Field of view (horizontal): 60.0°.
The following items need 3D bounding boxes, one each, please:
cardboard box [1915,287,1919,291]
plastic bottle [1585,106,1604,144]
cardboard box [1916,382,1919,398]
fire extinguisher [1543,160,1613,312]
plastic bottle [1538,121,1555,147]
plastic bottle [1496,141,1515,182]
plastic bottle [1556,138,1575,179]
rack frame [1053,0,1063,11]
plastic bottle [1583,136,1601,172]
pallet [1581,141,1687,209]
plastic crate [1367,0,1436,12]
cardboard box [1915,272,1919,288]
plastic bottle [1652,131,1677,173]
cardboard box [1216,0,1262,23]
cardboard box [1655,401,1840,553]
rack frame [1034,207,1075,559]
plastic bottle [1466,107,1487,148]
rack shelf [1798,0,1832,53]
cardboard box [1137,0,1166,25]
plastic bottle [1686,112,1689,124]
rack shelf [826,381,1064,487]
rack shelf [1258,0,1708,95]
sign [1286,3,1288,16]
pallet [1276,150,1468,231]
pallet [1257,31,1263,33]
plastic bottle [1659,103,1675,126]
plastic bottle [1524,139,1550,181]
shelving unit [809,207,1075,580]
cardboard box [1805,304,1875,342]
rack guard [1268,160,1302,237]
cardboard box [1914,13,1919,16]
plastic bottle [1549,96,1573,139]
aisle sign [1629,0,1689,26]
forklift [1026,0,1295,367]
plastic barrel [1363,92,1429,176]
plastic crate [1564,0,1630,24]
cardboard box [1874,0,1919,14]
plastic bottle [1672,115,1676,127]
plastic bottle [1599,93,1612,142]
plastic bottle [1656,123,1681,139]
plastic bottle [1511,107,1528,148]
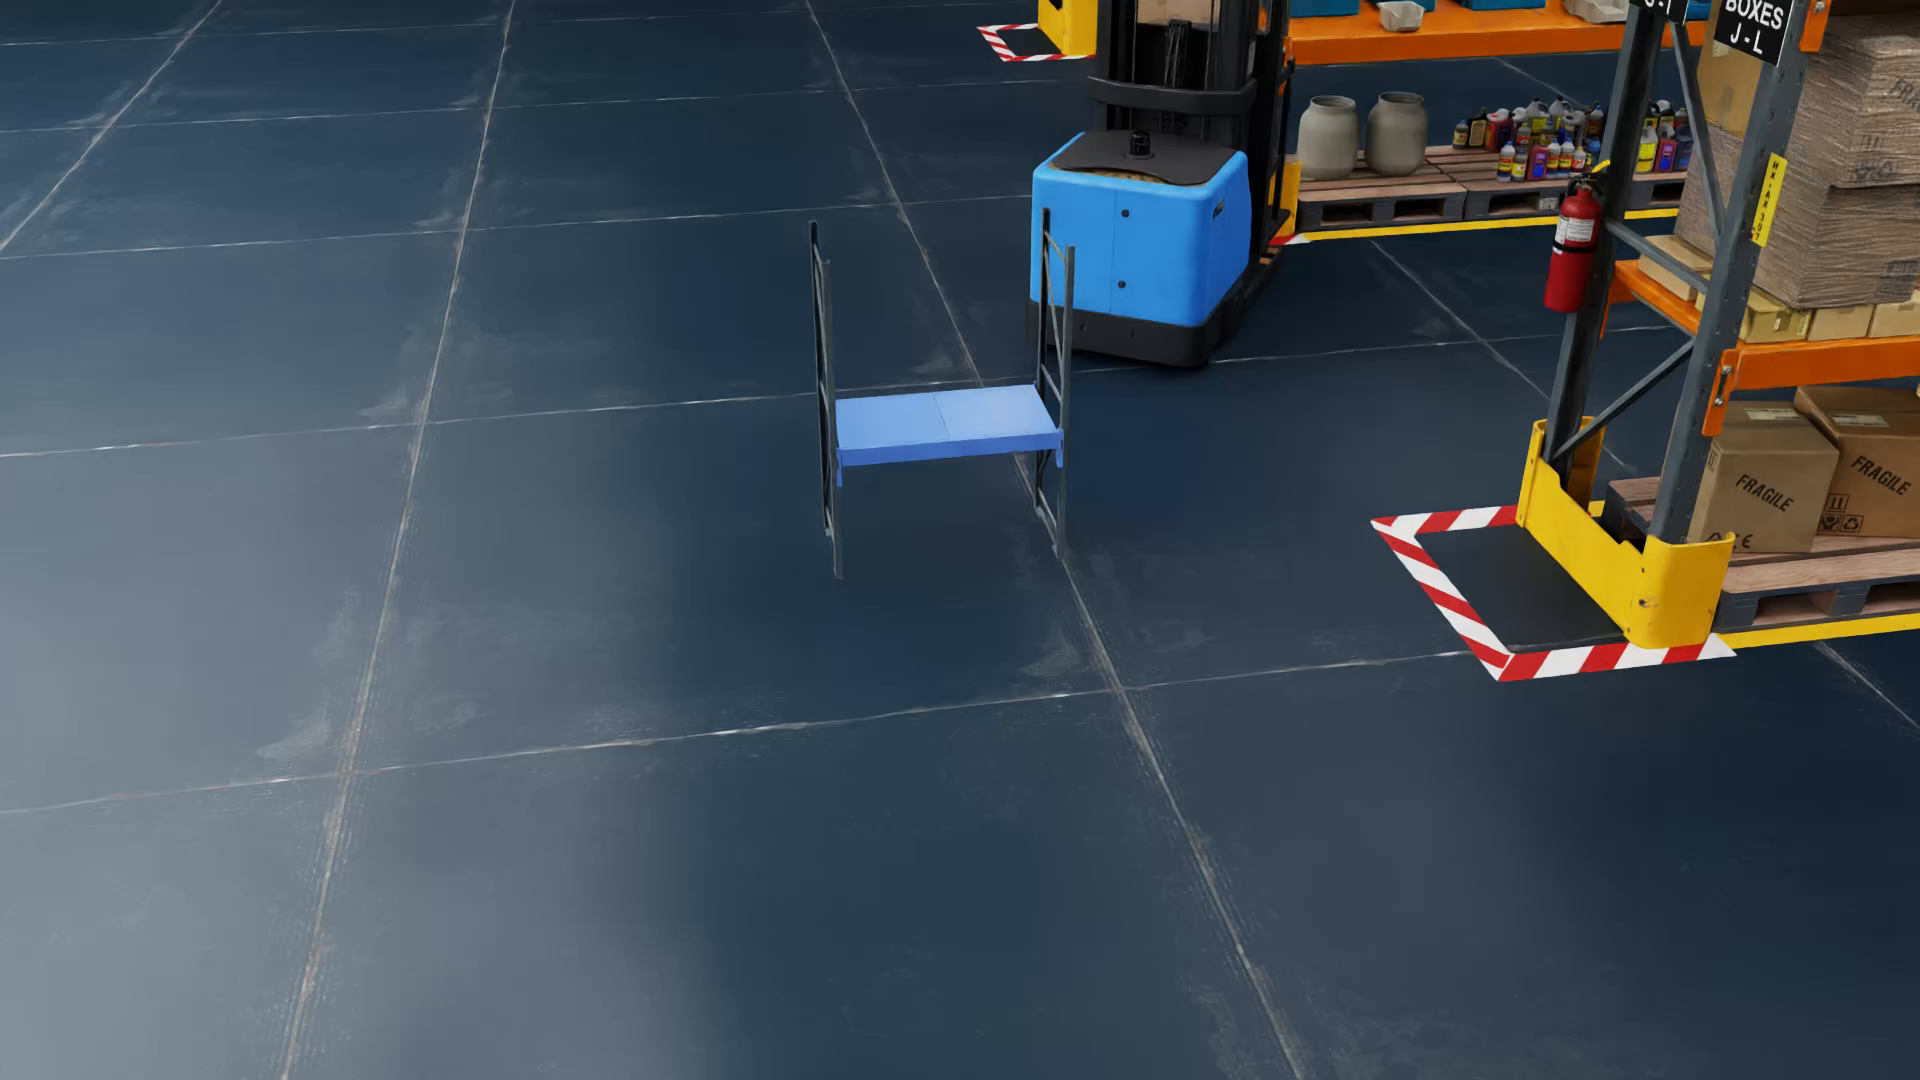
[{"bbox_3d":[3.896,-0.990,6.723,0.250,0.149,0.380,-5,31,-9],"label":"cardboard box"},{"bbox_3d":[4.682,-3.062,12.256,0.097,0.271,0.097,0,30,0],"label":"plastic bottle"},{"bbox_3d":[4.650,-0.401,7.525,0.500,0.500,0.500,-3,31,-4],"label":"cardboard box"},{"bbox_3d":[2.637,-1.316,7.105,0.183,0.674,0.296,-5,31,-9],"label":"fire extinguisher"},{"bbox_3d":[4.284,-2.952,12.137,0.097,0.201,0.097,0,30,0],"label":"plastic bottle"},{"bbox_3d":[3.780,-2.623,11.509,0.097,0.271,0.097,0,30,0],"label":"plastic bottle"},{"bbox_3d":[4.215,-2.663,11.578,0.097,0.271,0.097,0,30,0],"label":"plastic bottle"},{"bbox_3d":[1.052,-6.069,15.112,0.127,3.000,1.000,-5,31,-9],"label":"rack frame"},{"bbox_3d":[4.414,-2.682,11.609,0.097,0.271,0.097,0,30,0],"label":"plastic bottle"},{"bbox_3d":[5.206,-2.722,12.171,1.213,0.211,1.003,-5,31,-9],"label":"pallet"},{"bbox_3d":[3.018,-3.786,11.377,0.408,0.251,0.499,-5,31,-9],"label":"plastic crate"},{"bbox_3d":[3.848,-1.443,6.853,0.500,0.500,0.875,-5,31,-9],"label":"cardboard box"},{"bbox_3d":[4.952,-2.727,11.675,0.133,0.283,0.061,-3,31,-6],"label":"plastic bottle"},{"bbox_3d":[2.602,-5.096,15.756,0.500,0.250,0.500,-5,31,-9],"label":"cardboard box"},{"bbox_3d":[3.449,-0.282,7.322,0.500,0.500,0.500,0,30,0],"label":"cardboard box"},{"bbox_3d":[0.416,-0.685,7.436,0.032,1.500,0.500,-5,31,-9],"label":"rack frame"},{"bbox_3d":[3.779,-3.024,12.179,0.133,0.283,0.061,-5,31,-8],"label":"plastic bottle"},{"bbox_3d":[4.799,-2.295,6.445,4.000,0.370,1.077,-5,31,-9],"label":"rack shelf"},{"bbox_3d":[1.619,-5.003,15.598,0.500,0.250,0.500,-5,31,-9],"label":"cardboard box"},{"bbox_3d":[5.482,-3.167,12.435,0.097,0.271,0.097,0,30,0],"label":"plastic bottle"},{"bbox_3d":[-0.084,-0.484,7.448,1.000,0.185,0.538,-5,31,-9],"label":"rack shelf"},{"bbox_3d":[3.907,-3.472,11.405,4.000,0.370,1.077,-5,31,-9],"label":"rack shelf"},{"bbox_3d":[2.035,-3.444,10.374,0.005,0.325,0.100,-5,31,-9],"label":"sign"},{"bbox_3d":[2.806,-2.499,11.792,1.213,0.211,1.003,-5,31,-9],"label":"pallet"},{"bbox_3d":[2.994,-5.068,16.160,1.213,0.211,1.003,-5,31,-9],"label":"pallet"},{"bbox_3d":[5.189,-3.076,12.268,0.133,0.283,0.061,-5,31,-9],"label":"plastic bottle"},{"bbox_3d":[4.006,-2.640,11.526,0.133,0.283,0.061,-5,31,-8],"label":"plastic bottle"},{"bbox_3d":[-0.084,-0.639,7.357,1.048,1.500,0.538,-5,31,-9],"label":"shelving unit"},{"bbox_3d":[3.405,-0.942,6.640,0.250,0.149,0.380,-5,31,-9],"label":"cardboard box"},{"bbox_3d":[2.006,-2.552,11.597,0.348,0.500,1.175,-5,31,-9],"label":"rack guard"},{"bbox_3d":[3.915,-1.689,6.284,0.500,0.500,0.500,-5,31,-9],"label":"cardboard box"},{"bbox_3d":[4.402,-3.089,12.224,0.185,0.351,0.144,-6,31,-9],"label":"plastic bottle"},{"bbox_3d":[2.717,-2.394,6.298,0.004,0.787,0.394,-5,31,-9],"label":"aisle sign"},{"bbox_3d":[1.430,-2.955,9.884,1.130,2.935,3.031,12,33,20],"label":"forklift"},{"bbox_3d":[3.067,-2.852,11.681,0.421,0.512,0.421,0,30,0],"label":"plastic barrel"},{"bbox_3d":[4.323,-3.576,11.133,0.437,0.136,0.530,-5,31,-9],"label":"plastic crate"},{"bbox_3d":[3.819,-1.954,6.735,0.500,0.500,0.500,-5,31,-9],"label":"cardboard box"},{"bbox_3d":[5.282,-3.119,12.421,0.097,0.201,0.097,0,30,0],"label":"plastic bottle"},{"bbox_3d":[4.820,-3.128,12.290,0.185,0.351,0.144,-7,31,-11],"label":"plastic bottle"},{"bbox_3d":[5.053,-2.831,11.859,0.135,0.276,0.152,-5,31,-9],"label":"plastic bottle"},{"bbox_3d":[4.057,-3.023,12.185,0.135,0.276,0.152,-6,31,-10],"label":"plastic bottle"}]
